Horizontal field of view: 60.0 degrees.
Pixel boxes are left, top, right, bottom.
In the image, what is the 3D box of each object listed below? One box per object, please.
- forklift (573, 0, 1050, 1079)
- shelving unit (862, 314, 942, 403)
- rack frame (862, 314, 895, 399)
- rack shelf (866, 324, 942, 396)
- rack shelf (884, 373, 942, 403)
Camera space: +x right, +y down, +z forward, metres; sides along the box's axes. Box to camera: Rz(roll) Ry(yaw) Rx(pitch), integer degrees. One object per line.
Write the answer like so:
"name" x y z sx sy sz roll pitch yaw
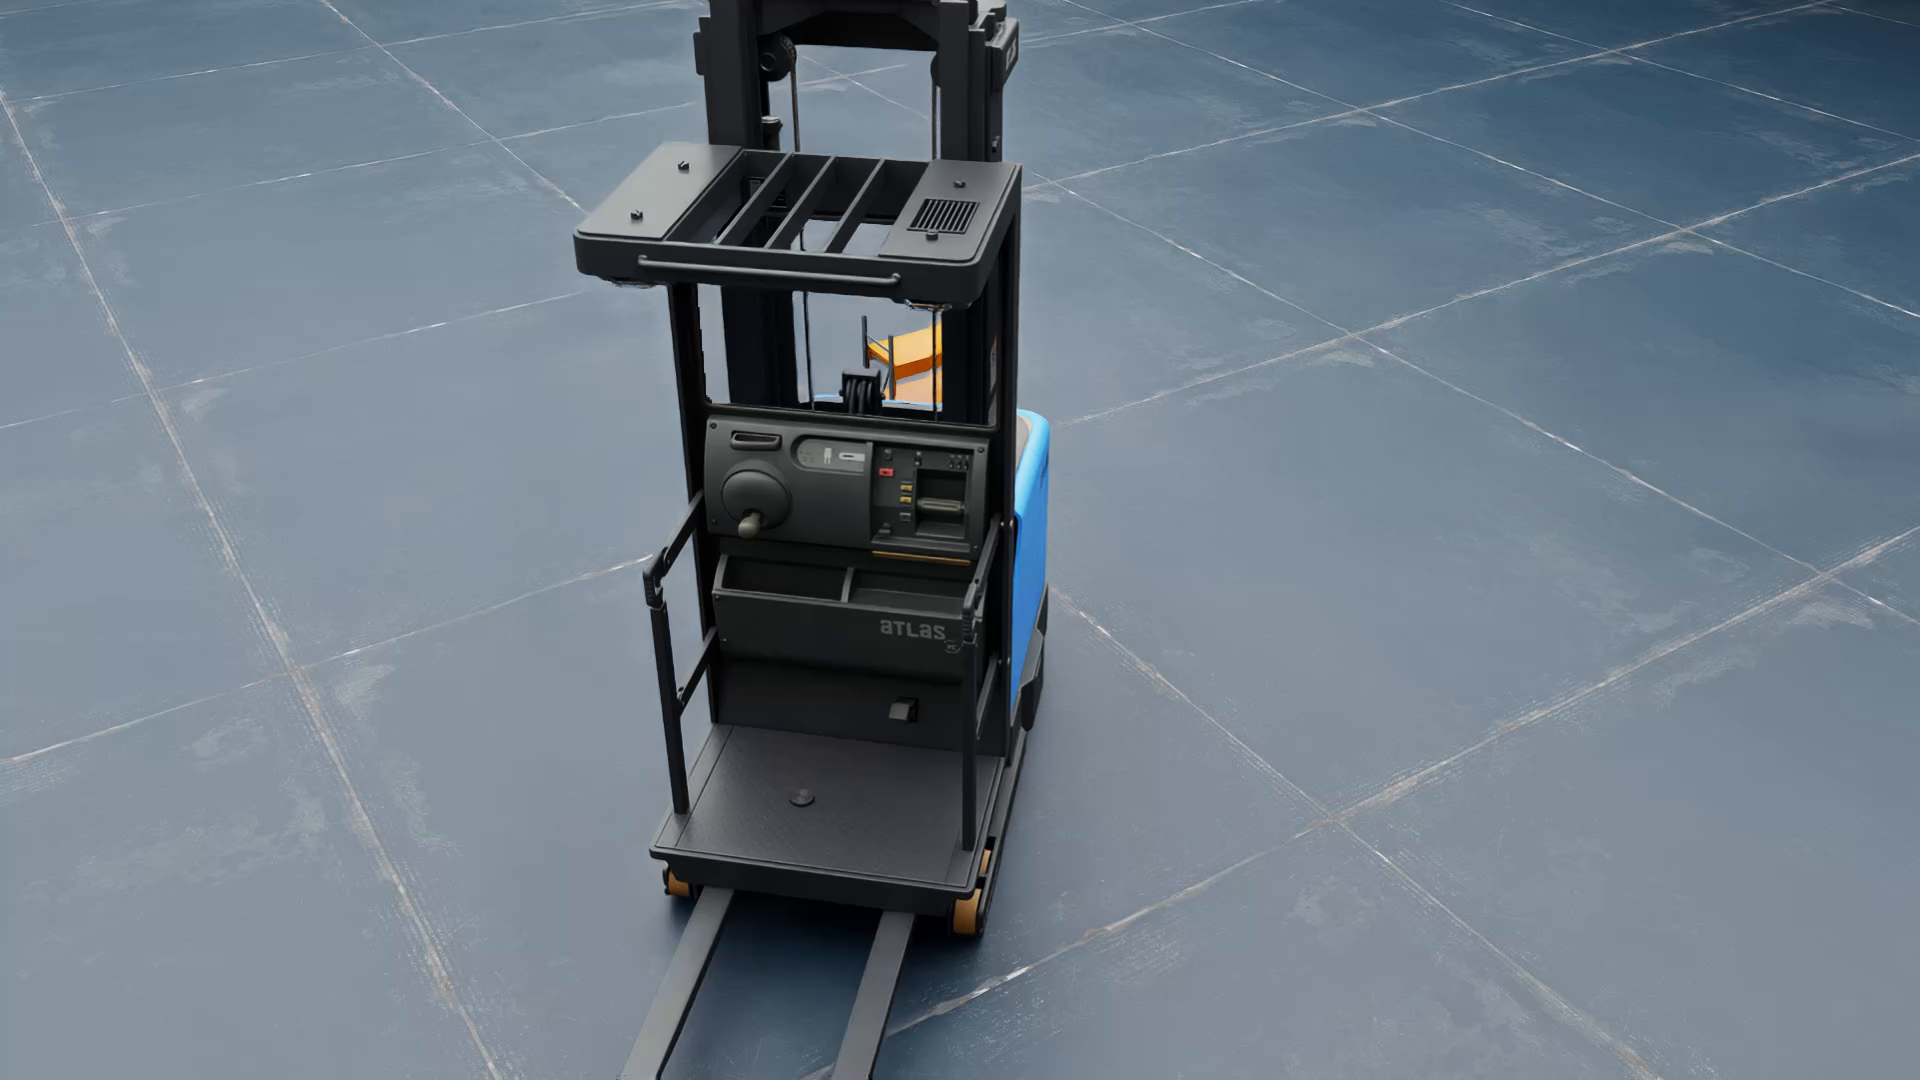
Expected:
"forklift" -0.408 -0.115 5.185 1.130 2.935 3.031 6 33 9
"shelving unit" -0.139 -0.460 7.354 0.503 1.200 0.258 -19 37 -27
"rack frame" -0.344 -0.389 7.242 0.015 1.200 0.240 -19 37 -27
"rack shelf" -0.139 -0.792 7.144 0.480 0.148 0.258 -19 37 -27
"rack shelf" -0.139 -0.592 7.271 0.480 0.148 0.258 -19 37 -27
